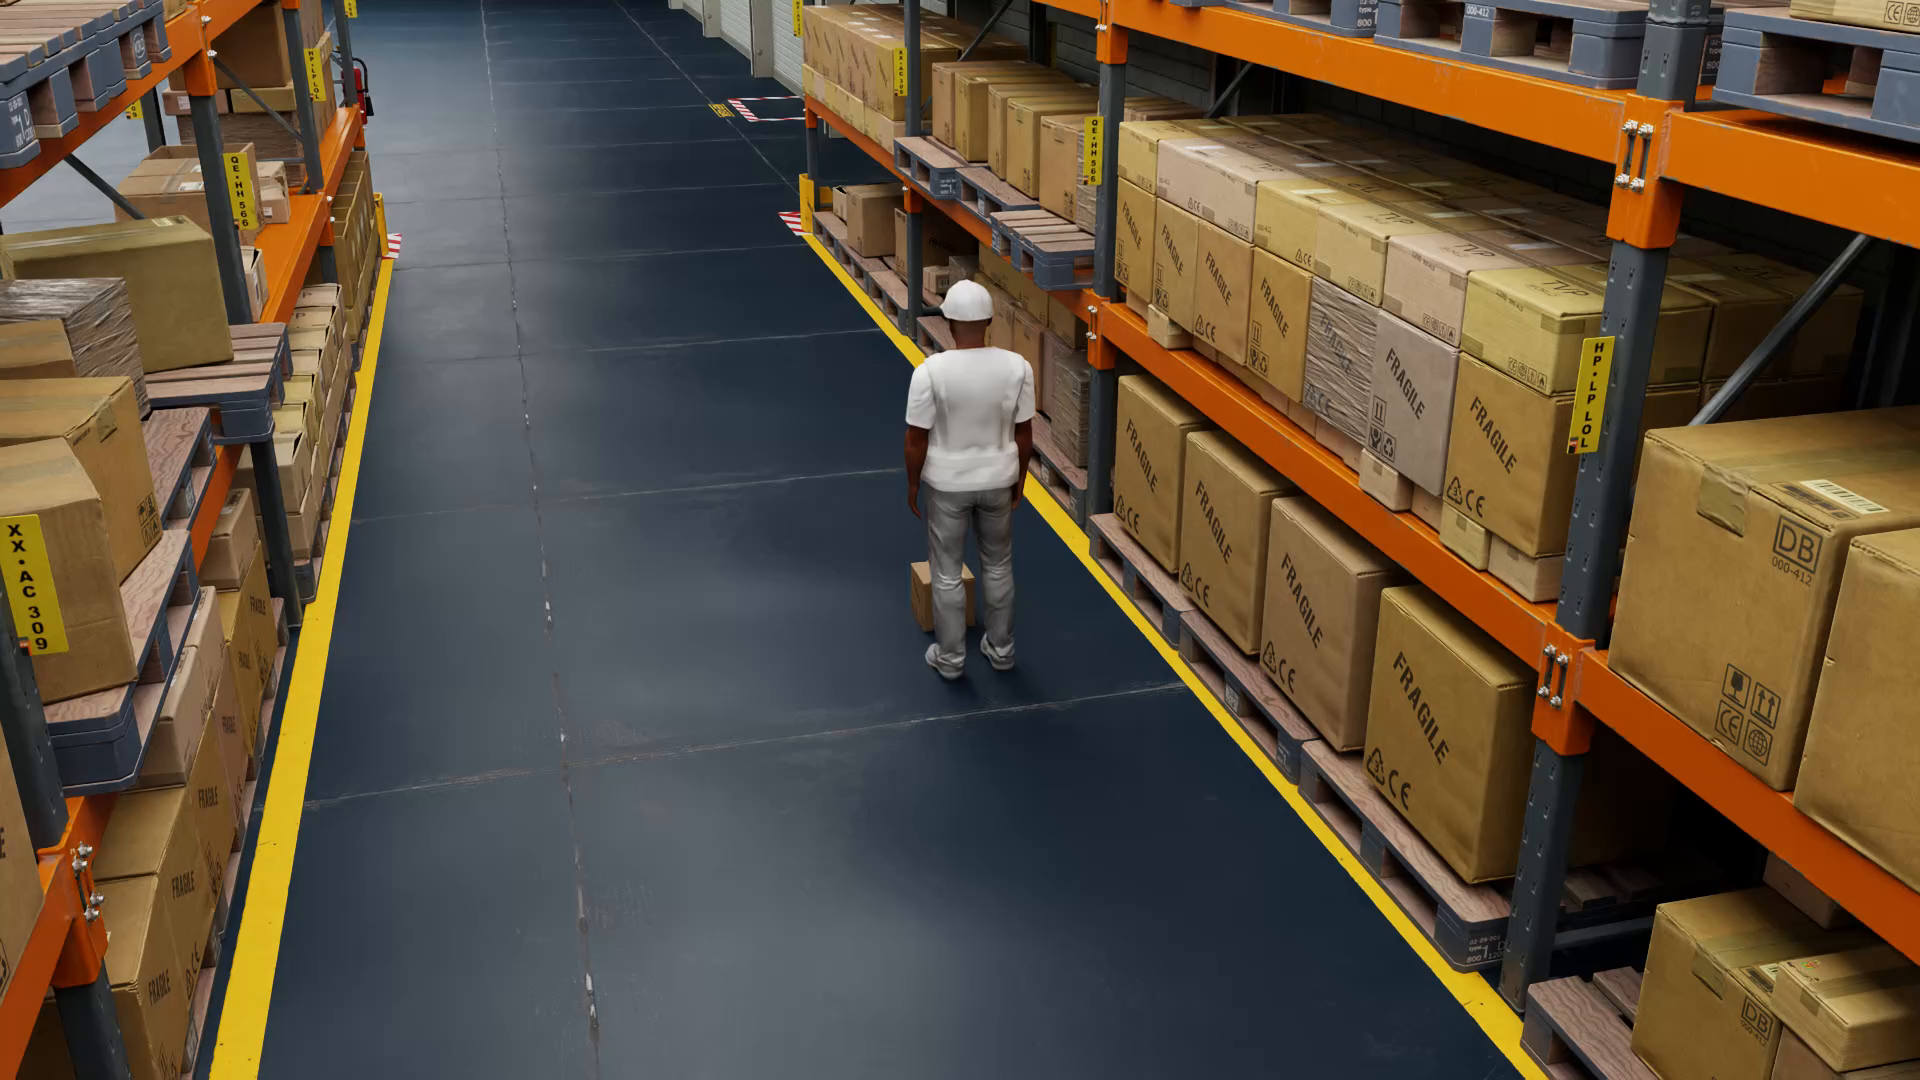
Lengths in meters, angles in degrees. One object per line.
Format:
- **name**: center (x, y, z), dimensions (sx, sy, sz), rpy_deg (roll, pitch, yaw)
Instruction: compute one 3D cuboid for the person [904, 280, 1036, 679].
- **person**: center (0.033, -0.253, 7.177), dimensions (0.562, 1.765, 0.365), rpy_deg (-5, 23, -12)
